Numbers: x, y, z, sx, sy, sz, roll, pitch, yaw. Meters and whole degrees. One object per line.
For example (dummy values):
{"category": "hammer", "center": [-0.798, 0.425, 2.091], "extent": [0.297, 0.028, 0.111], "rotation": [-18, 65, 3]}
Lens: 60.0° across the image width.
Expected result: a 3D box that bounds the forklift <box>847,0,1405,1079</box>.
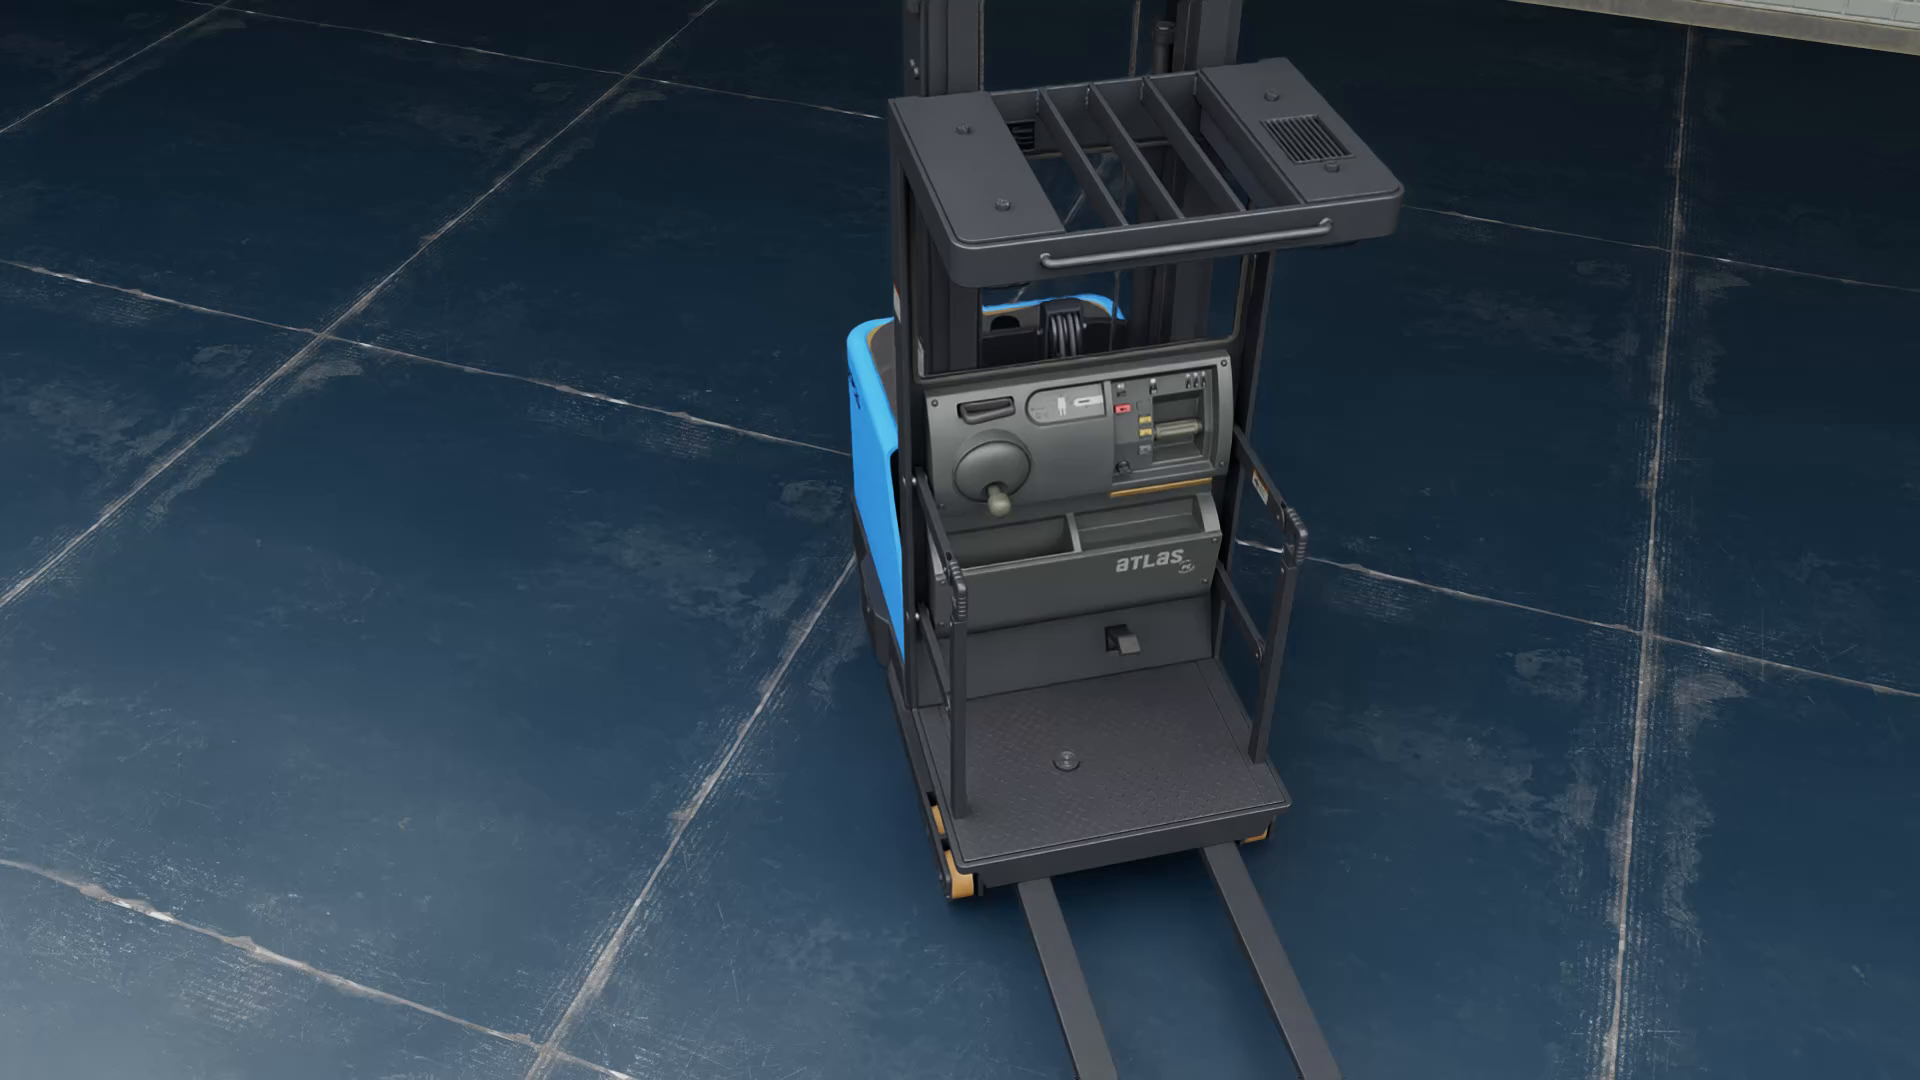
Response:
{"category": "forklift", "center": [0.413, -0.231, 4.762], "extent": [1.130, 2.935, 3.031], "rotation": [-9, 41, -10]}
